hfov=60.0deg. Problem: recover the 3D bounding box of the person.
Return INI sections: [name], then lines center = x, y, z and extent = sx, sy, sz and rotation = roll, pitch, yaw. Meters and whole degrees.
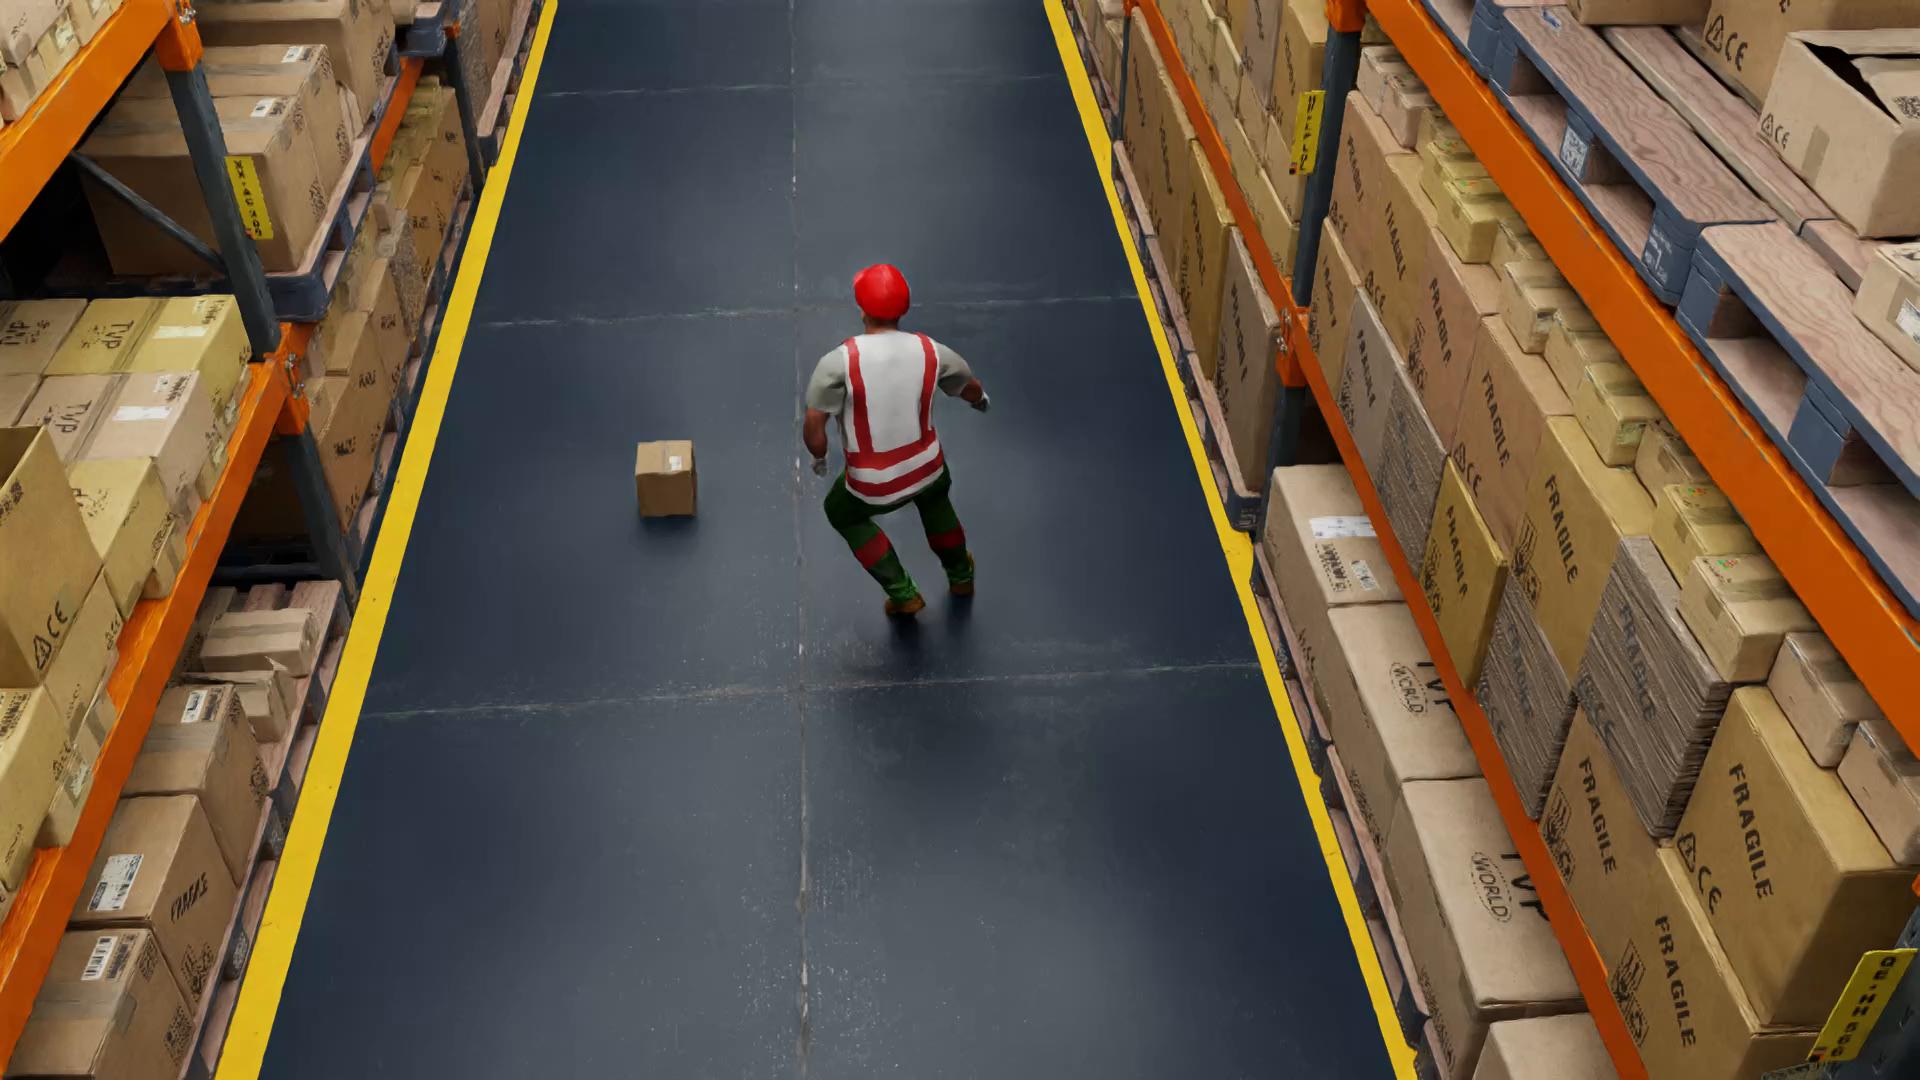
[person]
center = -0.242, -0.367, 6.691
extent = 0.935, 1.700, 0.505
rotation = -21, 43, -24
